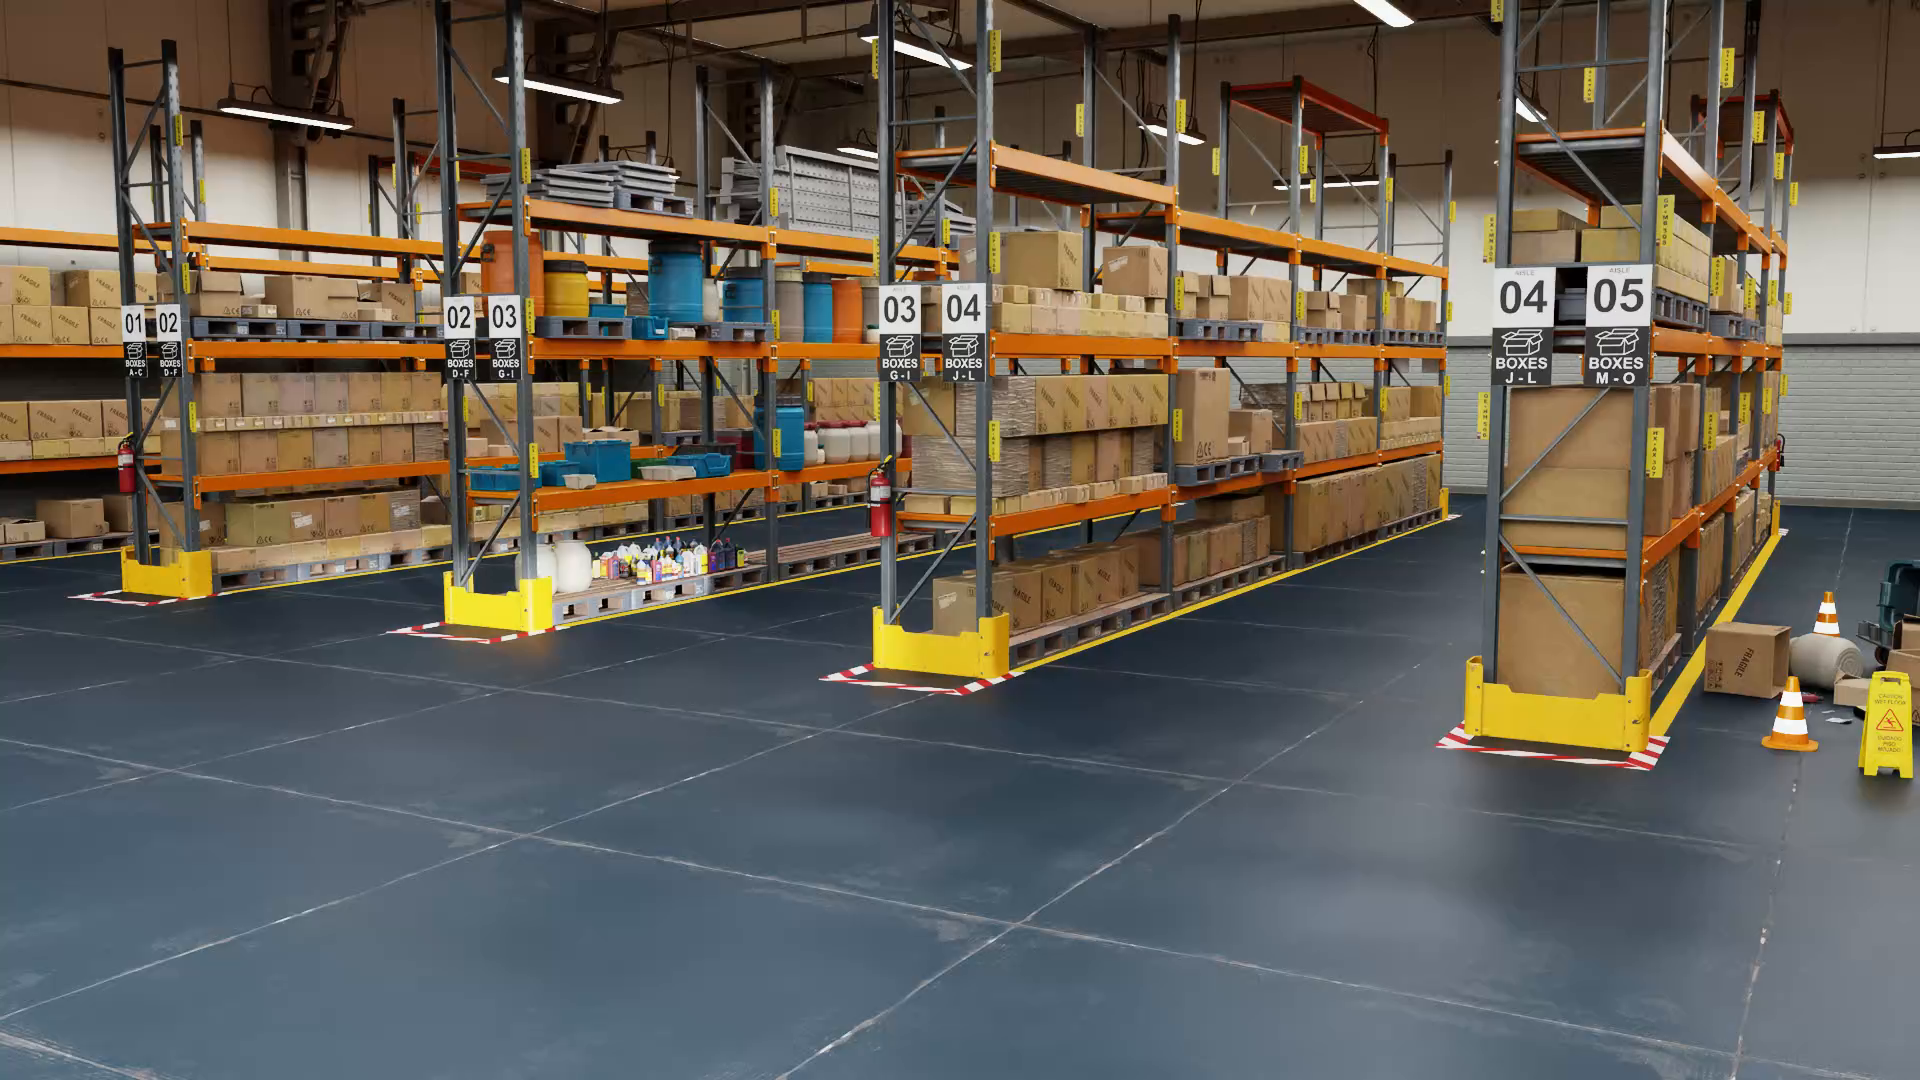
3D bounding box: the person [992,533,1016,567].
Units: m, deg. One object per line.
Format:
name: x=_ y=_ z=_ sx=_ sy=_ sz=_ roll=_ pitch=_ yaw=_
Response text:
person: x=0.398 y=-0.167 z=17.973 sx=0.512 sy=1.653 sz=0.348 roll=4 pitch=7 yaw=36
